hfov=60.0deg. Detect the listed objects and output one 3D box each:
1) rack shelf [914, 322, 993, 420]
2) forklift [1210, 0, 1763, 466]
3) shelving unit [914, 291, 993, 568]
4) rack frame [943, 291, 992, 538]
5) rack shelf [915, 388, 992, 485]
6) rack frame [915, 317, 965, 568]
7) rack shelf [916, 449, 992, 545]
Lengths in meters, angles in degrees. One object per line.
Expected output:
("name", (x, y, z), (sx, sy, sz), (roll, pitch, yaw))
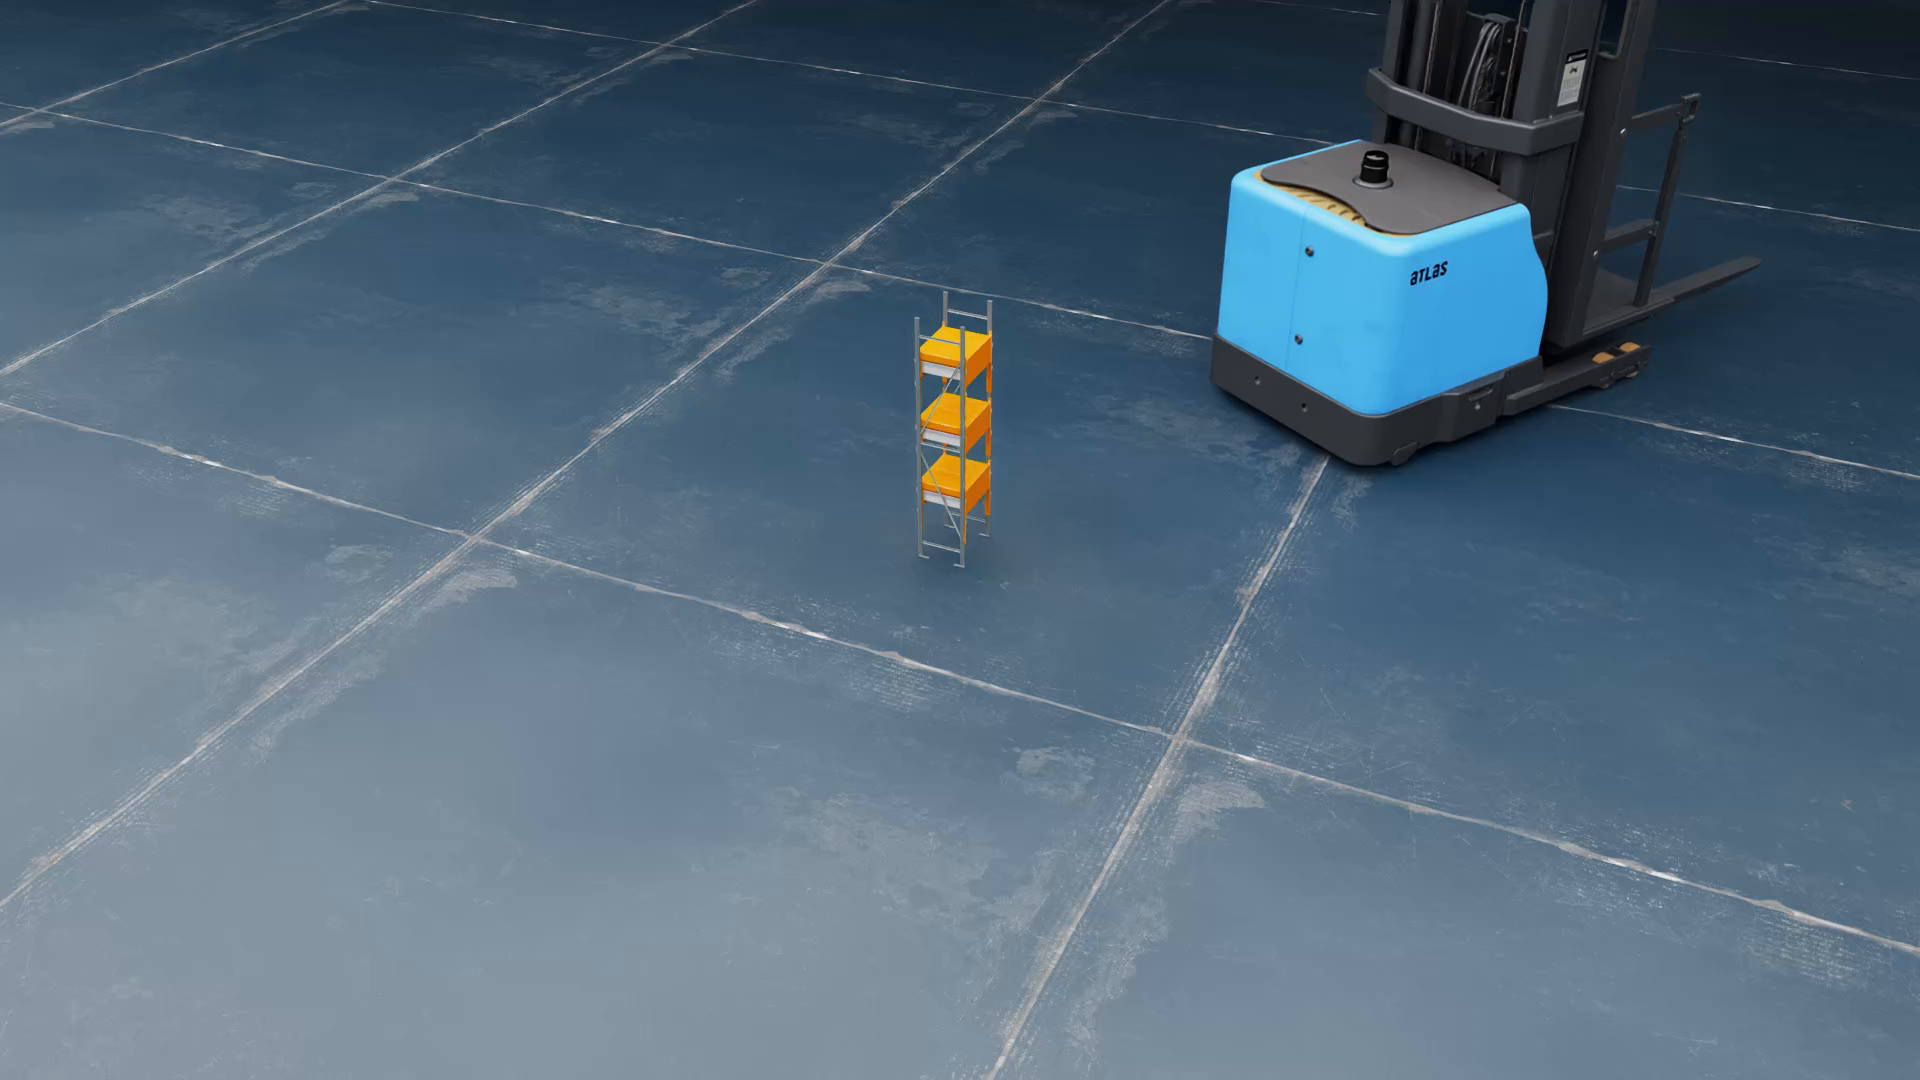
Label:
("rack shelf", (-0.022, -0.641, 6.272), (0.215, 0.259, 0.240), (14, 36, 20))
("forklift", (2.676, -2.160, 7.371), (3.031, 2.935, 1.130), (-20, 38, -28))
("shelving unit", (-0.022, -0.412, 6.421), (0.215, 1.050, 0.252), (14, 36, 20))
("rack frame", (0.029, -0.473, 6.514), (0.200, 1.050, 0.008), (14, 36, 20))
("rack shelf", (-0.022, -0.404, 6.427), (0.215, 0.259, 0.240), (14, 36, 20))
("rack frame", (-0.073, -0.352, 6.329), (0.200, 1.050, 0.008), (14, 36, 20))
("rack shelf", (-0.022, -0.171, 6.580), (0.215, 0.259, 0.240), (14, 36, 20))
